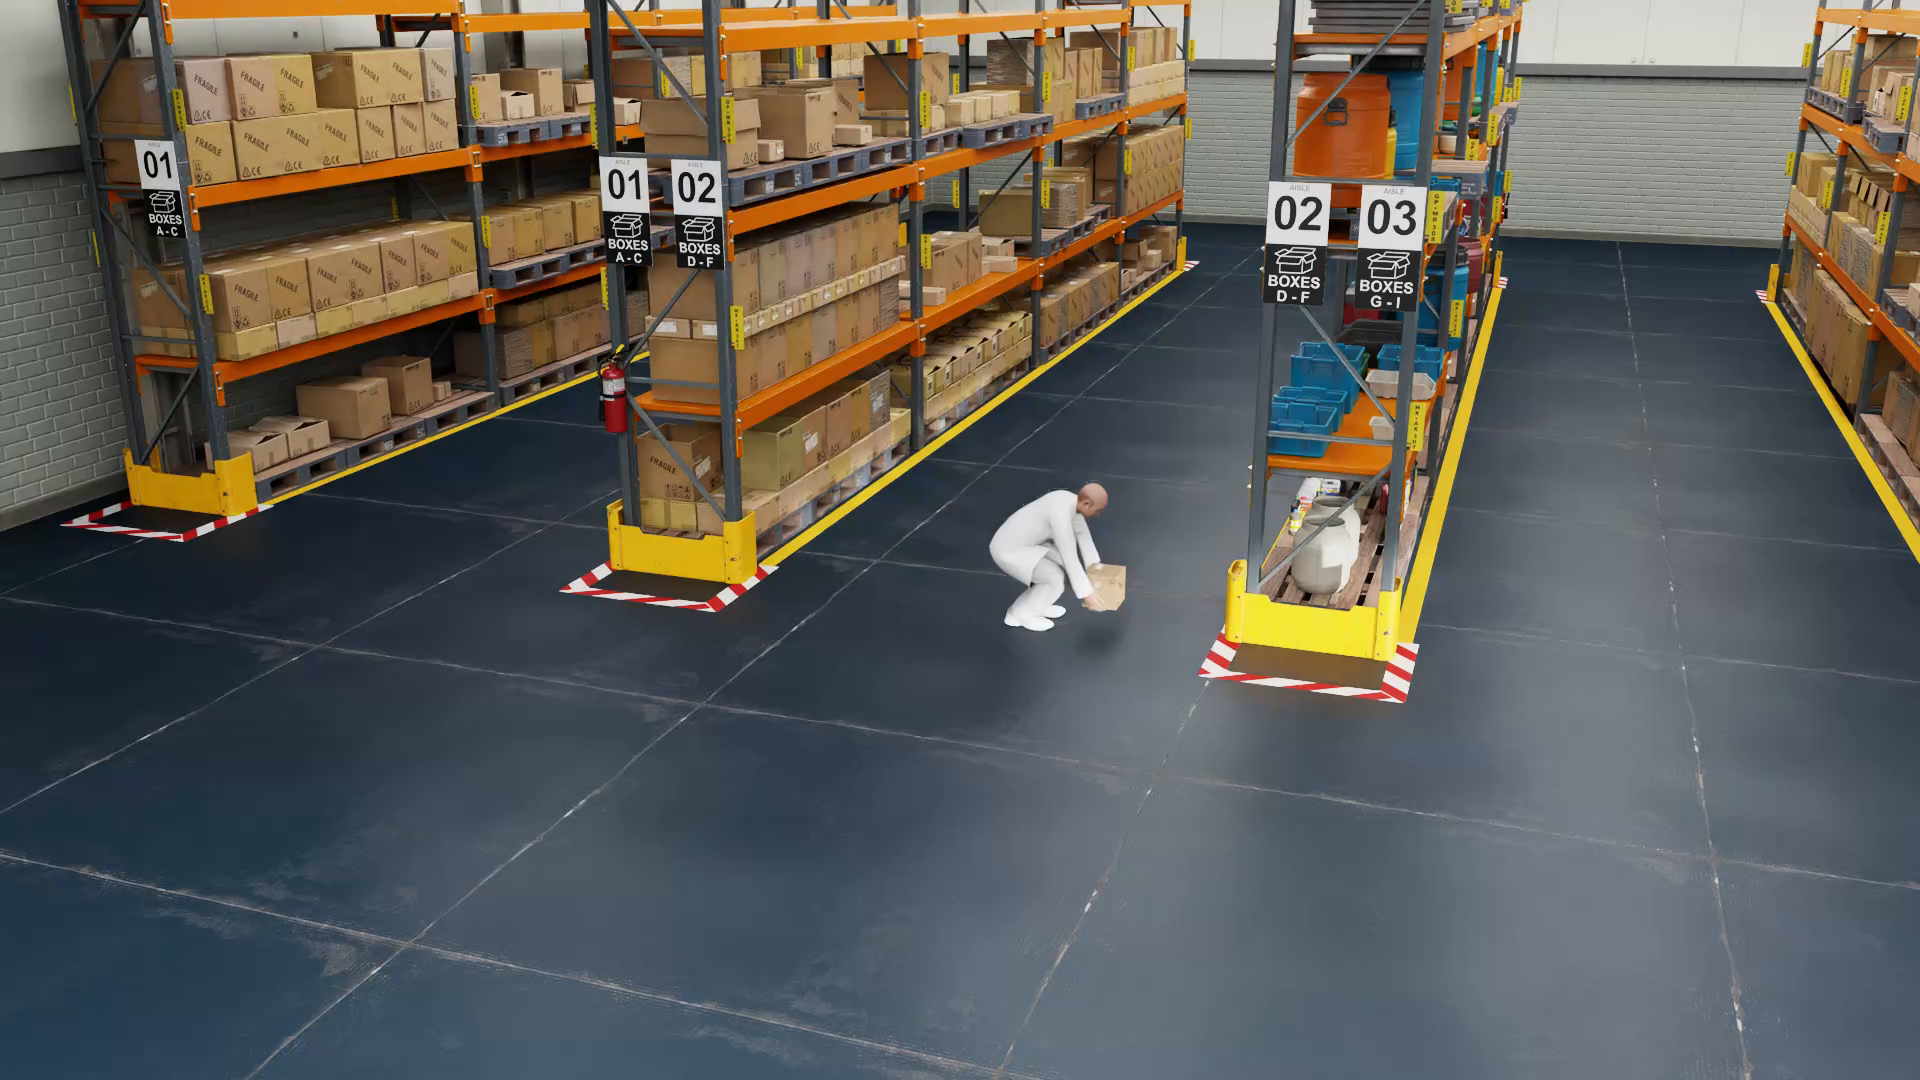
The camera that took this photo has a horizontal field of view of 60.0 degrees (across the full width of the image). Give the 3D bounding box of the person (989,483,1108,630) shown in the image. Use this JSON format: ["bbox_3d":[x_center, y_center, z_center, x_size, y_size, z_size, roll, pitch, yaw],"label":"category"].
[{"bbox_3d":[0.659,0.090,11.949,0.893,1.062,0.612,6,19,18],"label":"person"}]
